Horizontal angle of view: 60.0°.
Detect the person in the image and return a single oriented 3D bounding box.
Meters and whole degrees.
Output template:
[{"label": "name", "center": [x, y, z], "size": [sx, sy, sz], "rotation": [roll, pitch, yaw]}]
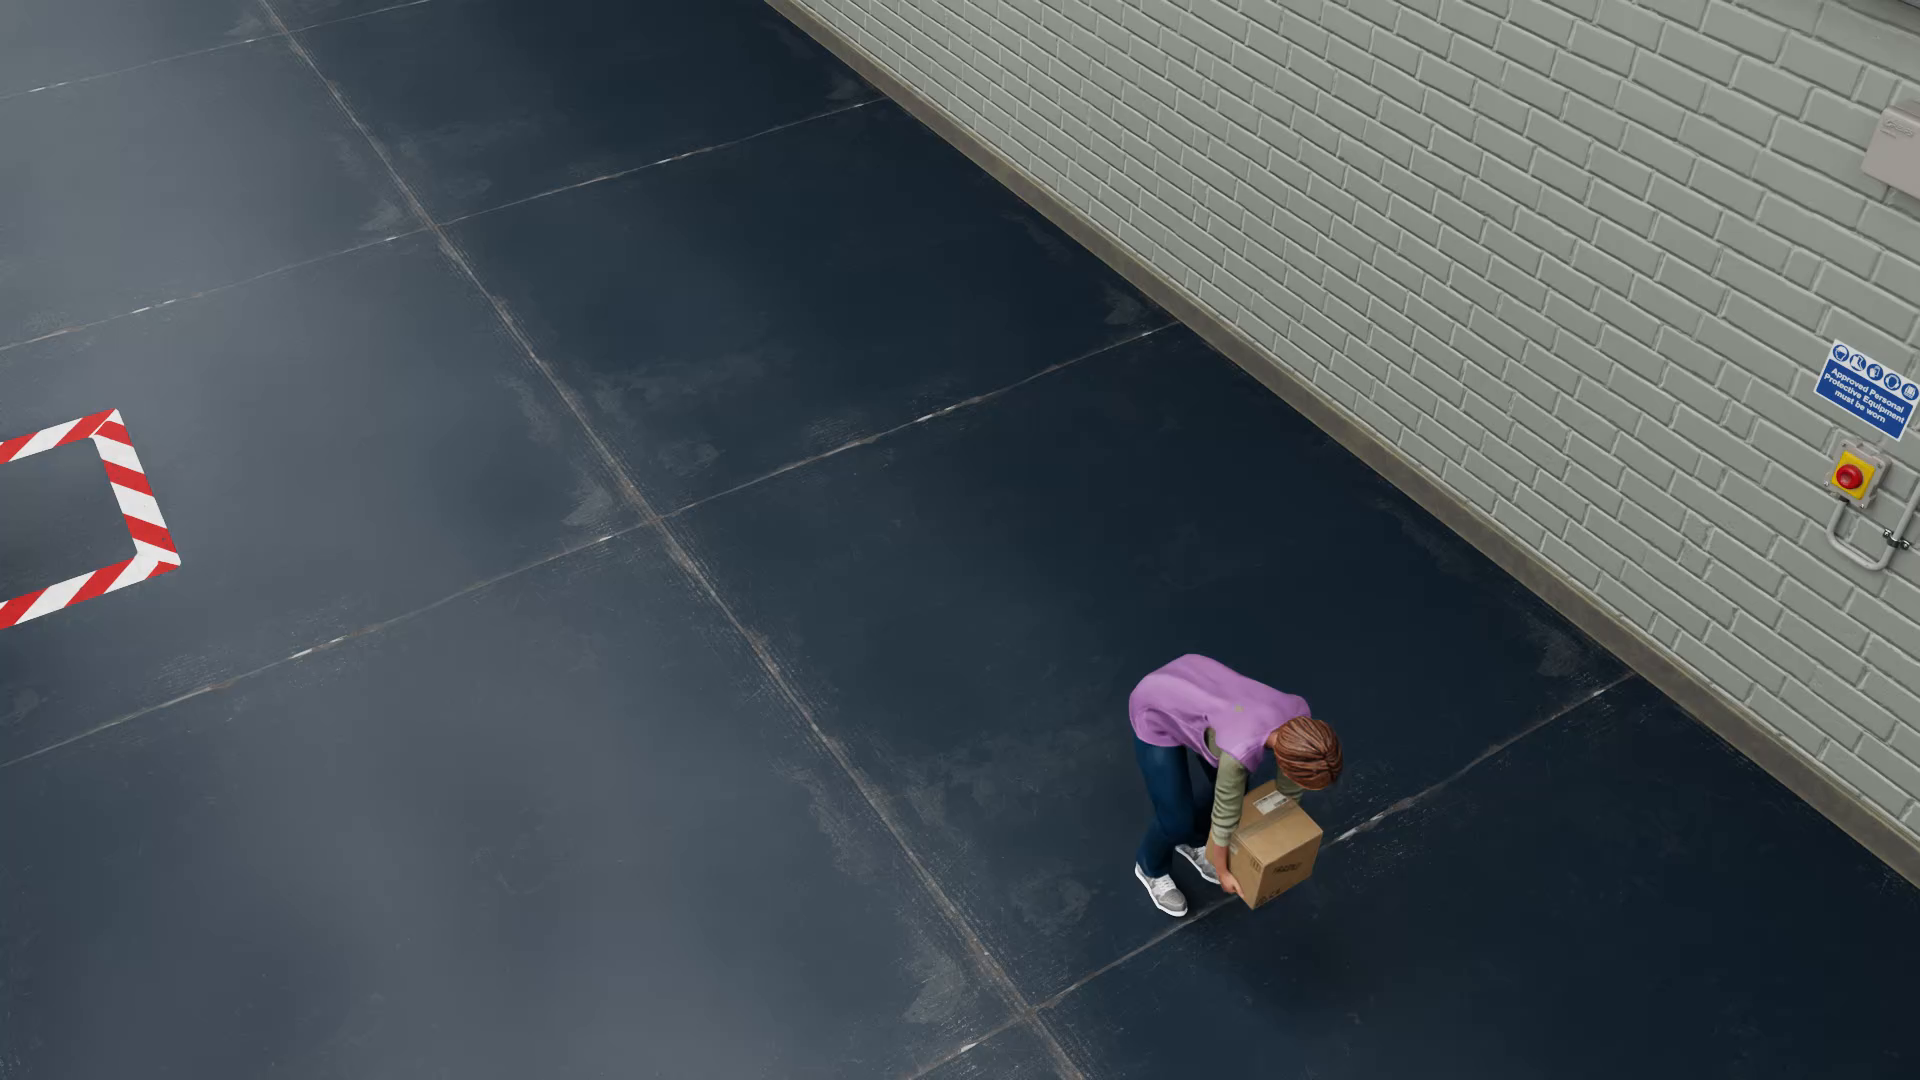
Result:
[{"label": "person", "center": [0.878, 0.854, 5.507], "size": [0.388, 1.188, 0.820], "rotation": [-24, 47, -25]}]
